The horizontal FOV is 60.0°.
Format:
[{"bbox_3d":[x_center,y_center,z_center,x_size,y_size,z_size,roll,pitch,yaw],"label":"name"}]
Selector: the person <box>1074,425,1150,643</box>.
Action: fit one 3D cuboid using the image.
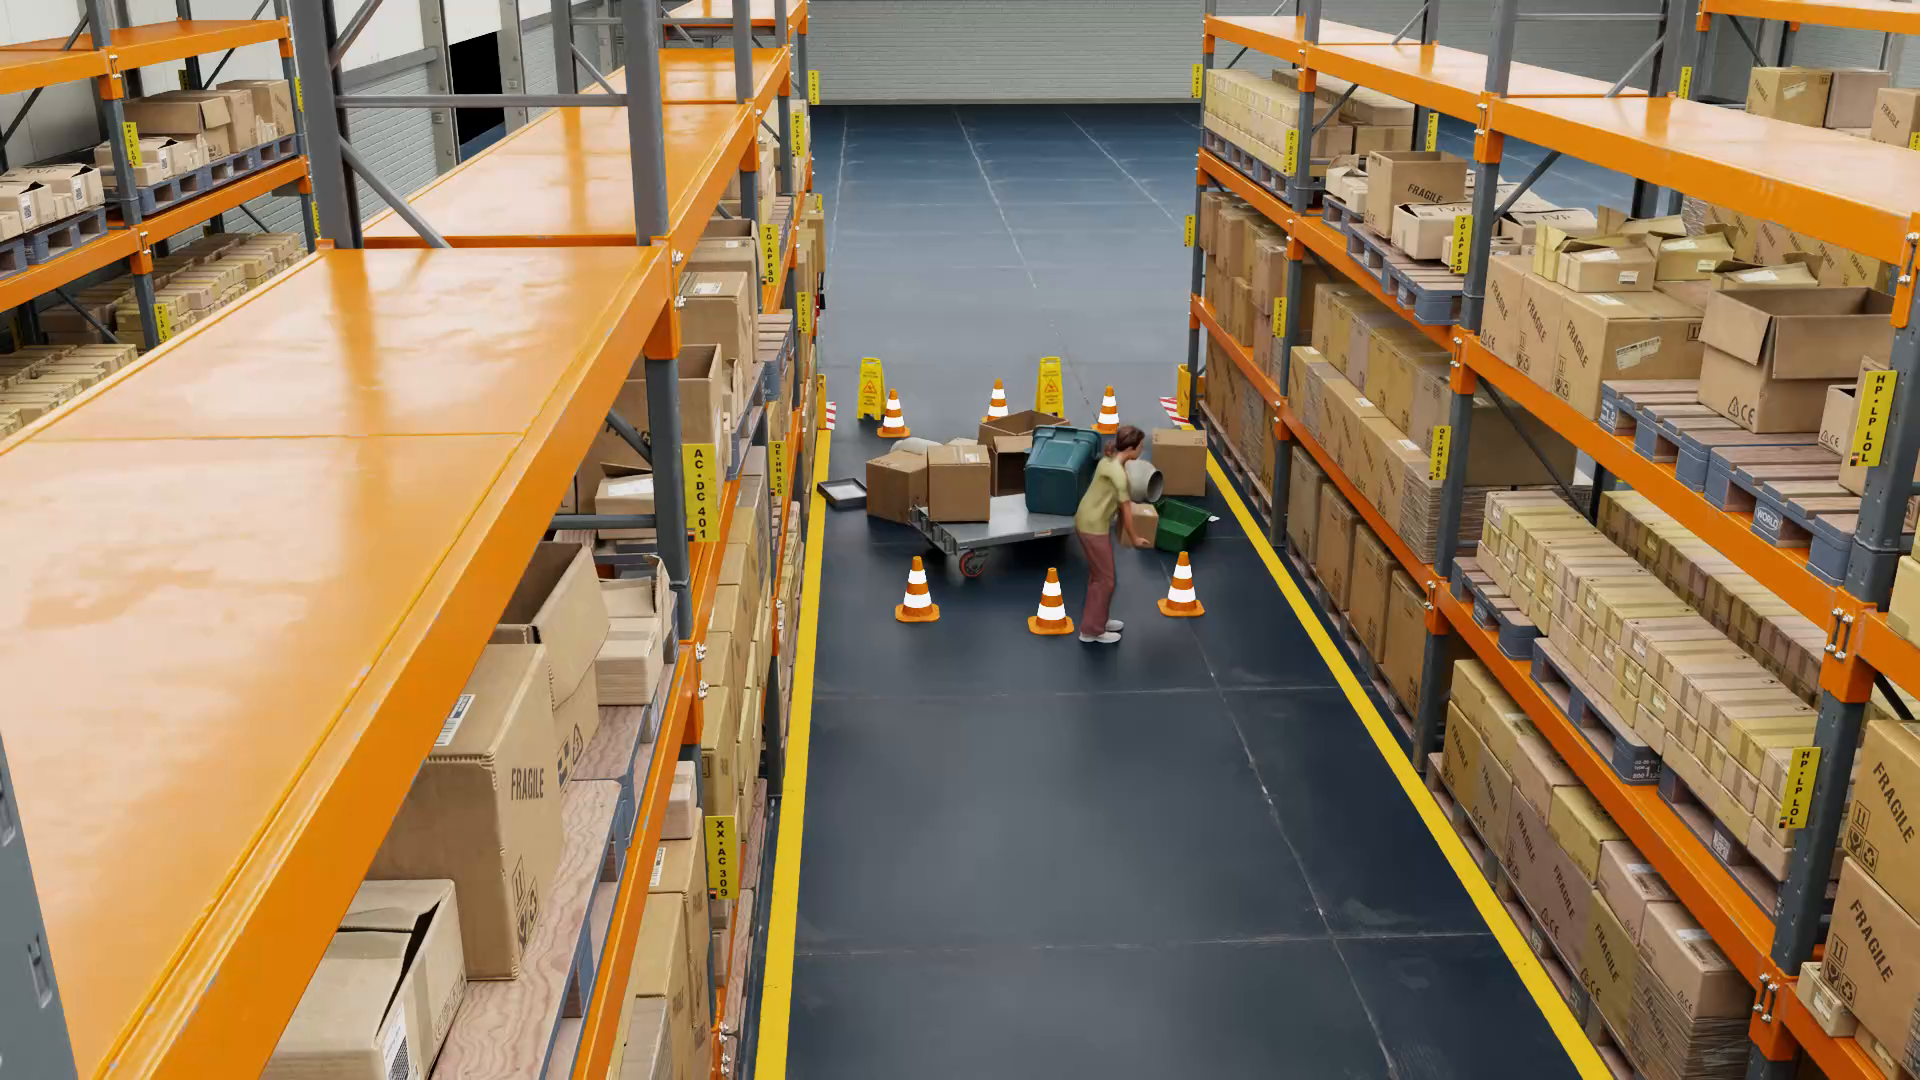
[{"bbox_3d":[1.100,0.048,12.178,0.535,1.400,0.404,-1,21,-4],"label":"person"}]
